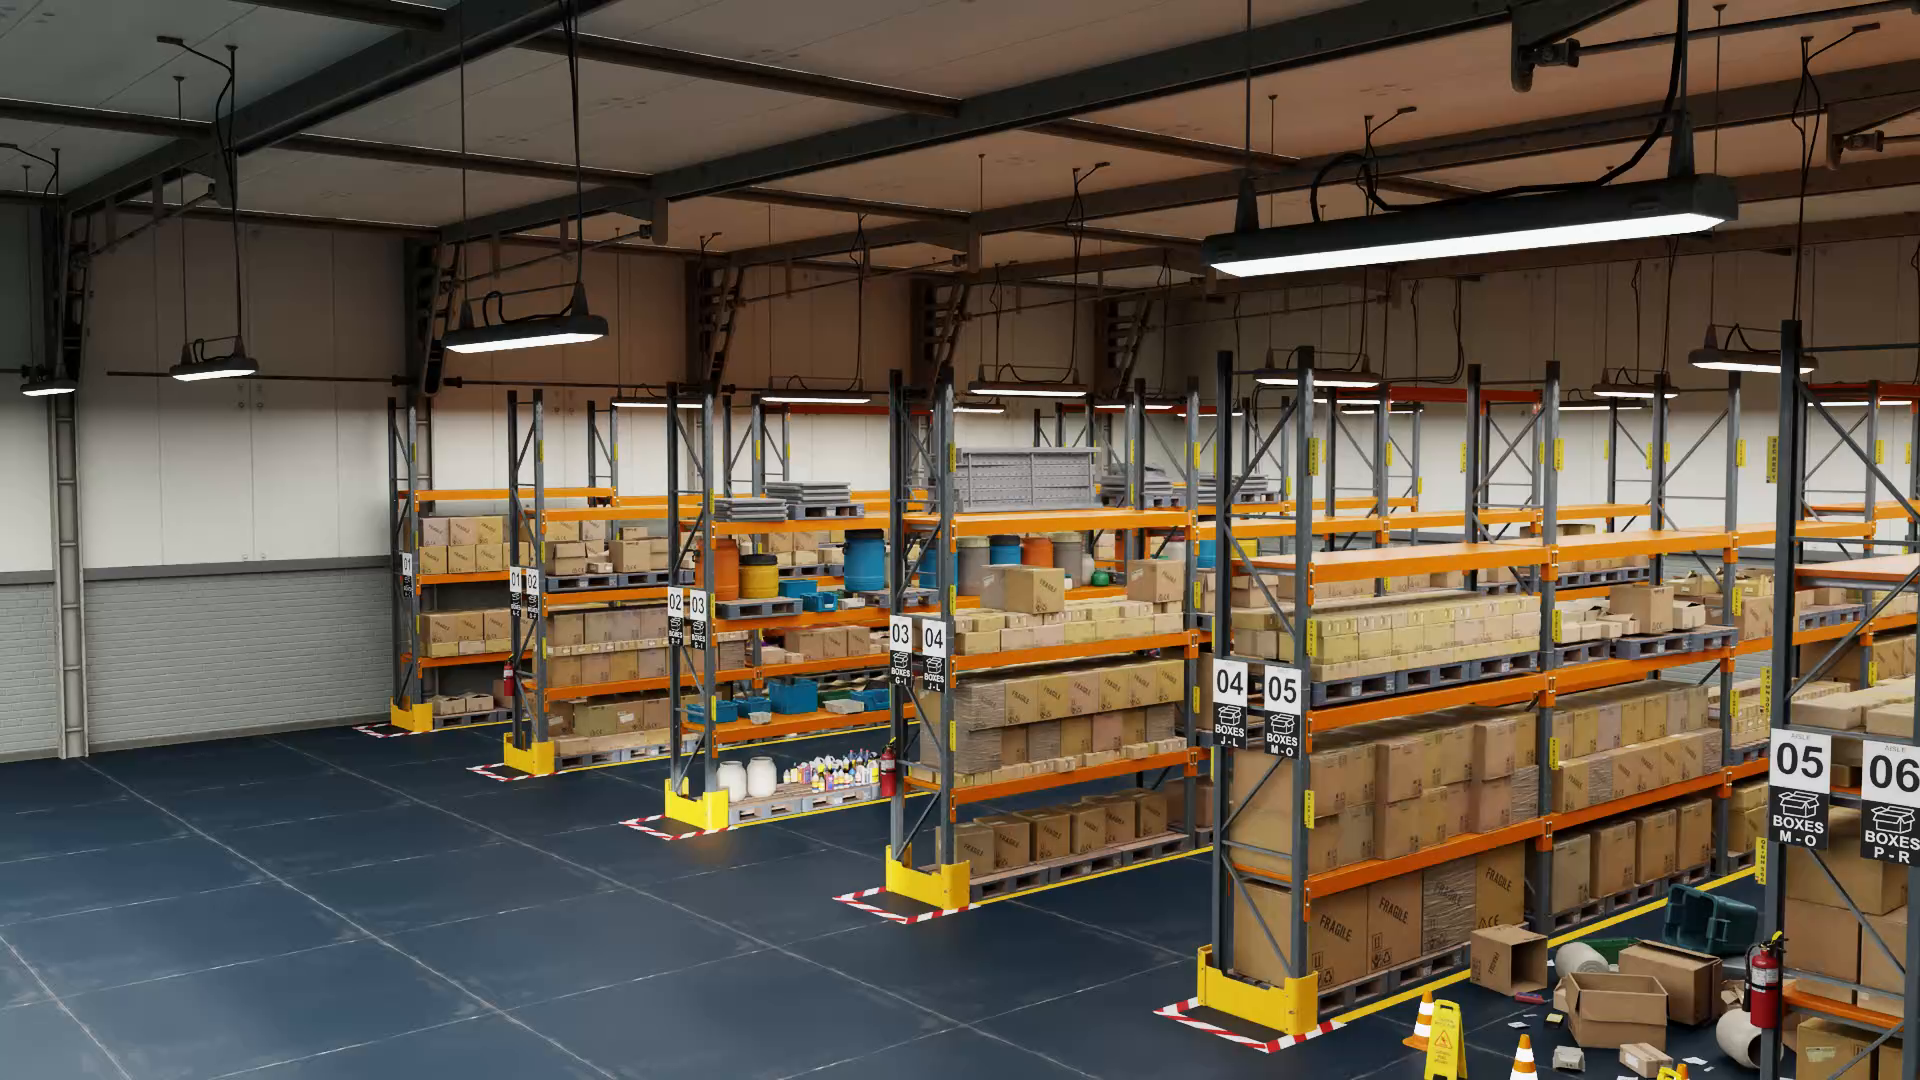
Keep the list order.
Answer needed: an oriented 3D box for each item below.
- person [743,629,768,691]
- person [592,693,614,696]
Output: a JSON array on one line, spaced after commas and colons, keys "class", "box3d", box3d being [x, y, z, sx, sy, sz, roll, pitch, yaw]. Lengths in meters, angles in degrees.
[{"class": "person", "box3d": [-3.894, 2.429, 31.006, 0.573, 1.718, 0.674, -3, 4, -38]}, {"class": "person", "box3d": [-6.346, 2.593, 29.577, 0.673, 1.693, 0.591, 3, 5, 43]}]
